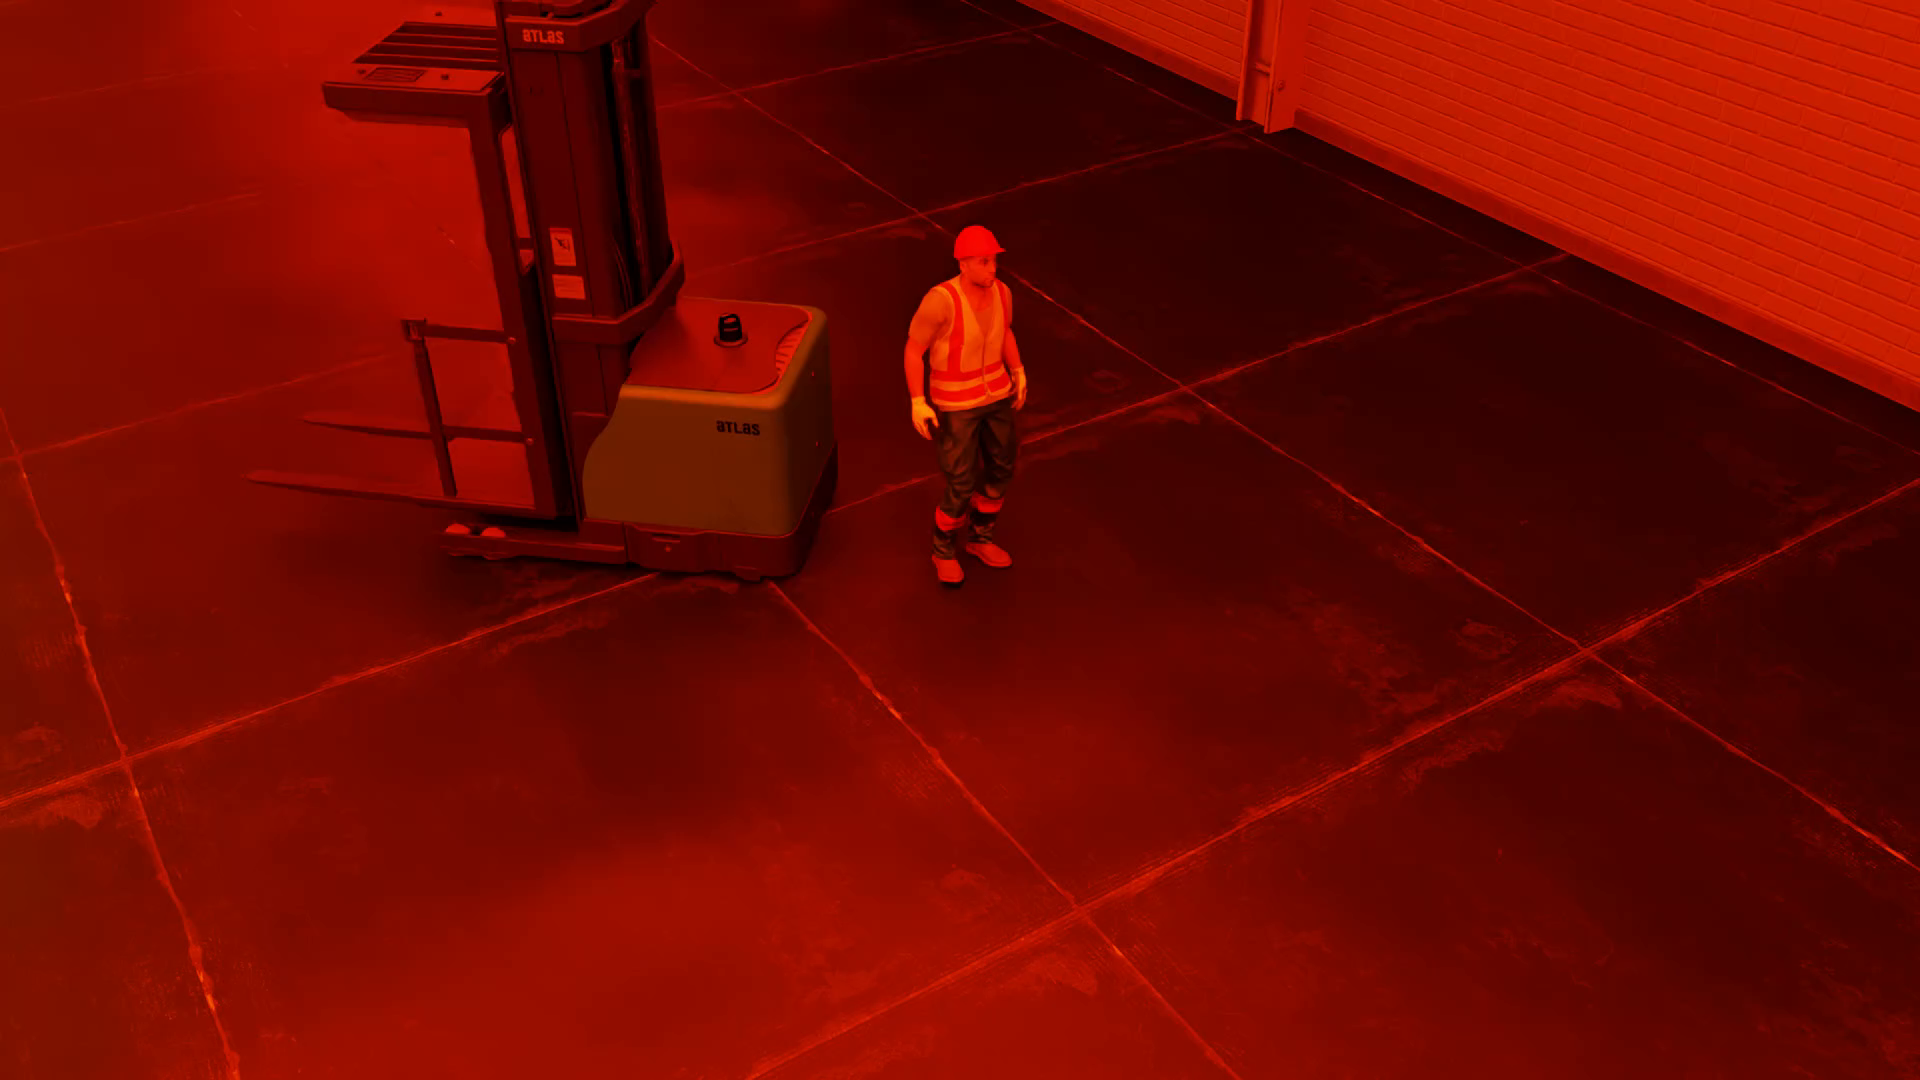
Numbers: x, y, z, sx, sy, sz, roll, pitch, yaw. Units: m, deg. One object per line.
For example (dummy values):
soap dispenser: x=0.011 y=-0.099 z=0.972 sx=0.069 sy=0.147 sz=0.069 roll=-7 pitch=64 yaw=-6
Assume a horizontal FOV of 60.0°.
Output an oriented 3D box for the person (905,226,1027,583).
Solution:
person: x=0.076 y=-0.660 z=8.124 sx=0.719 sy=1.777 sz=0.484 roll=-23 pitch=41 yaw=-29

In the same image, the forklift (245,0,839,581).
forklift: x=-2.227 y=-1.388 z=8.123 sx=3.031 sy=2.935 sz=1.130 roll=6 pitch=35 yaw=8
